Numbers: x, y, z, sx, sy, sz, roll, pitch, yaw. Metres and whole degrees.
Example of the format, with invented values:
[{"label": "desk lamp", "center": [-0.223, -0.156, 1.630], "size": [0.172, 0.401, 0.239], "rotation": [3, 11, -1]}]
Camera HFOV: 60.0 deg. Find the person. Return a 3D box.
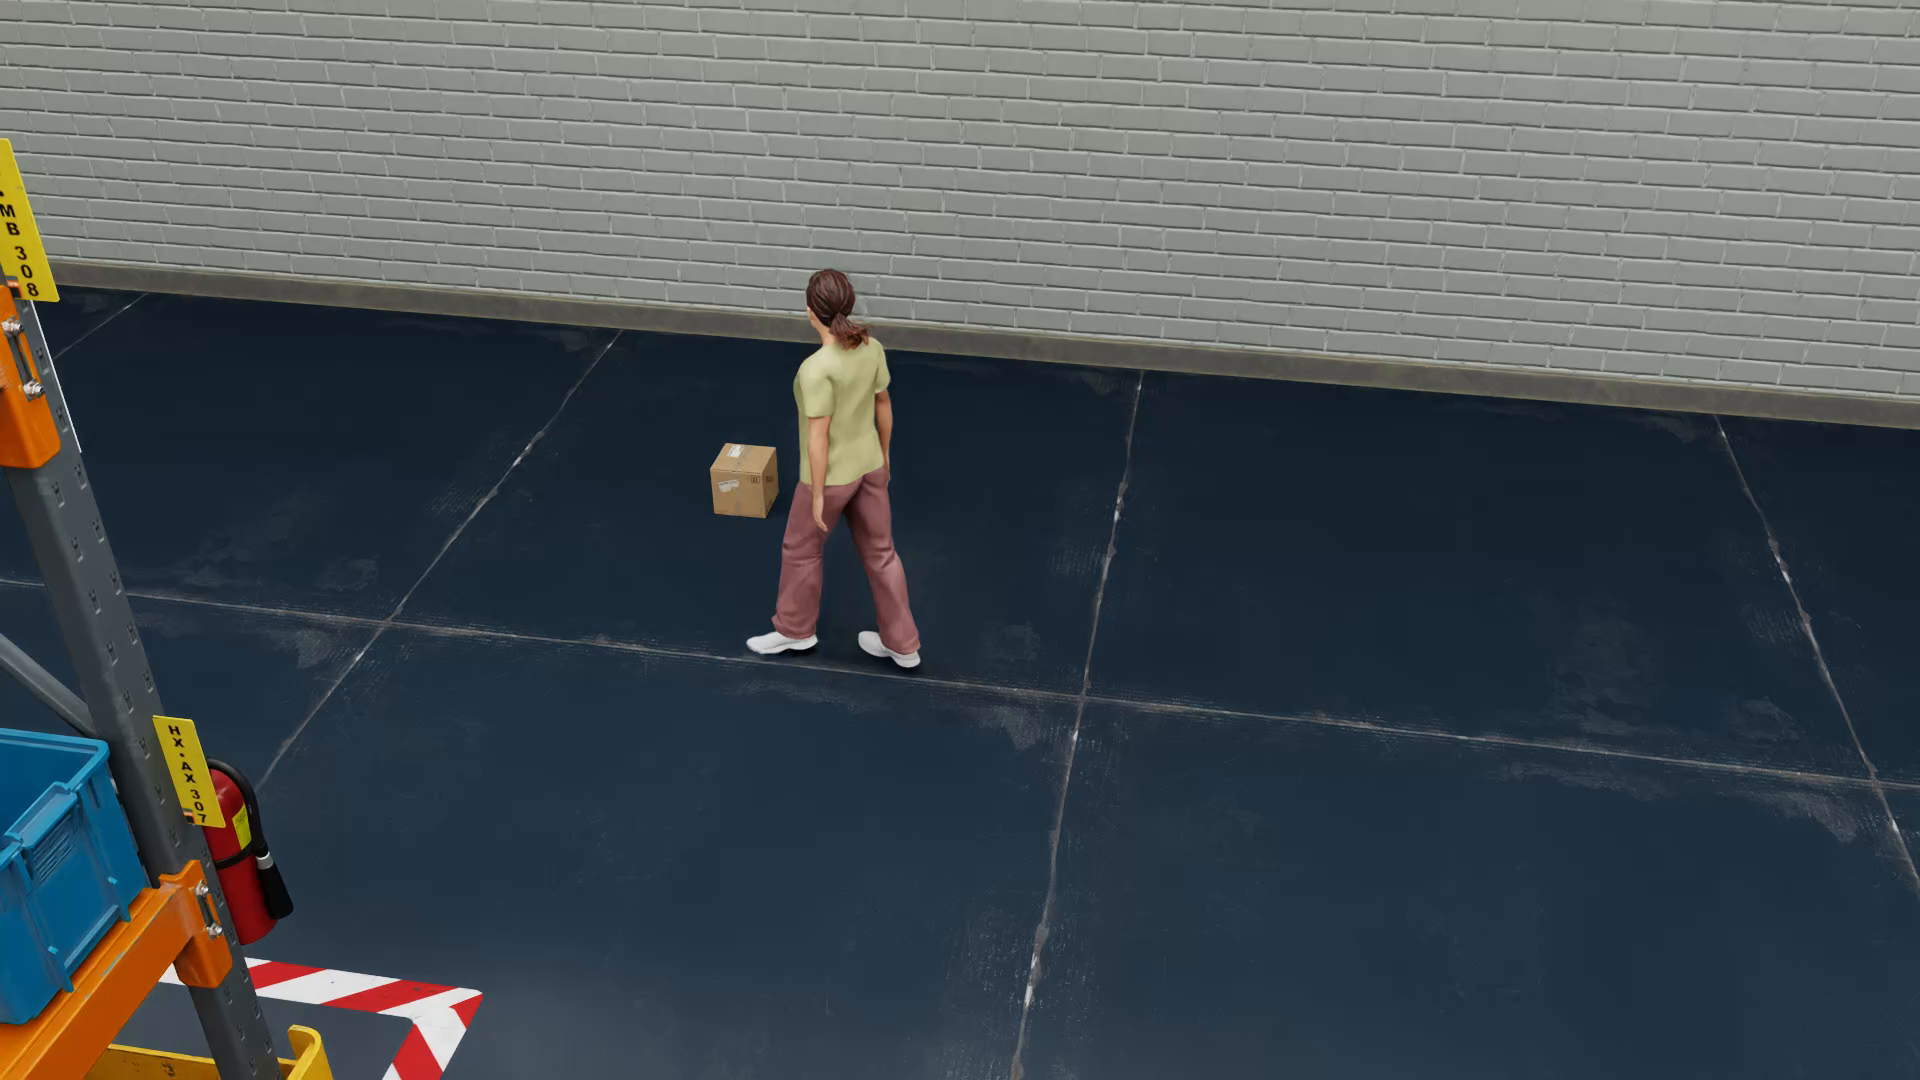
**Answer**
[{"label": "person", "center": [-0.475, -0.239, 6.536], "size": [0.685, 1.689, 0.549], "rotation": [25, 40, 34]}]
